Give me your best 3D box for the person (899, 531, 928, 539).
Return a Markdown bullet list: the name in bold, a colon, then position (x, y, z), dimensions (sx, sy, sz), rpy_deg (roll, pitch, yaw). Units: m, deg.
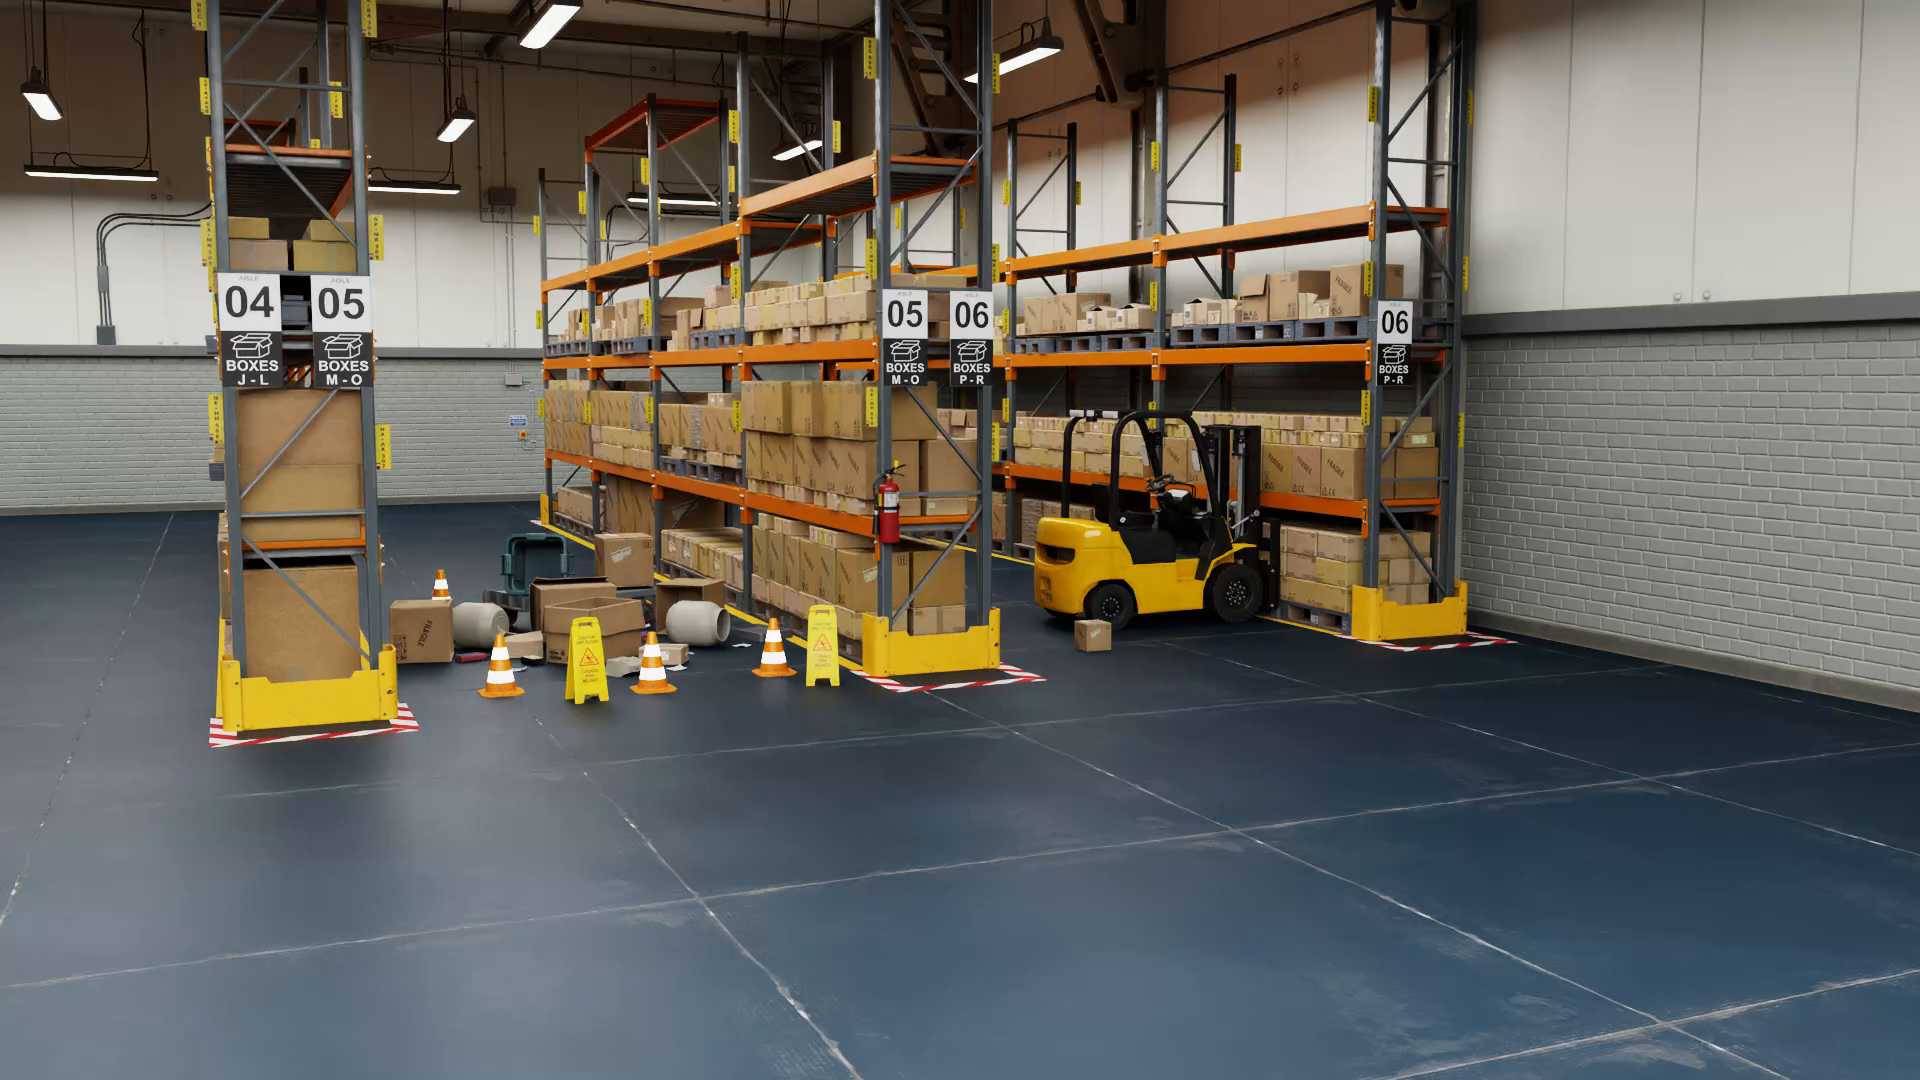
- **person**: position (-0.622, -0.183, 18.907), dimensions (0.458, 1.733, 0.697), rpy_deg (-3, 6, -25)
